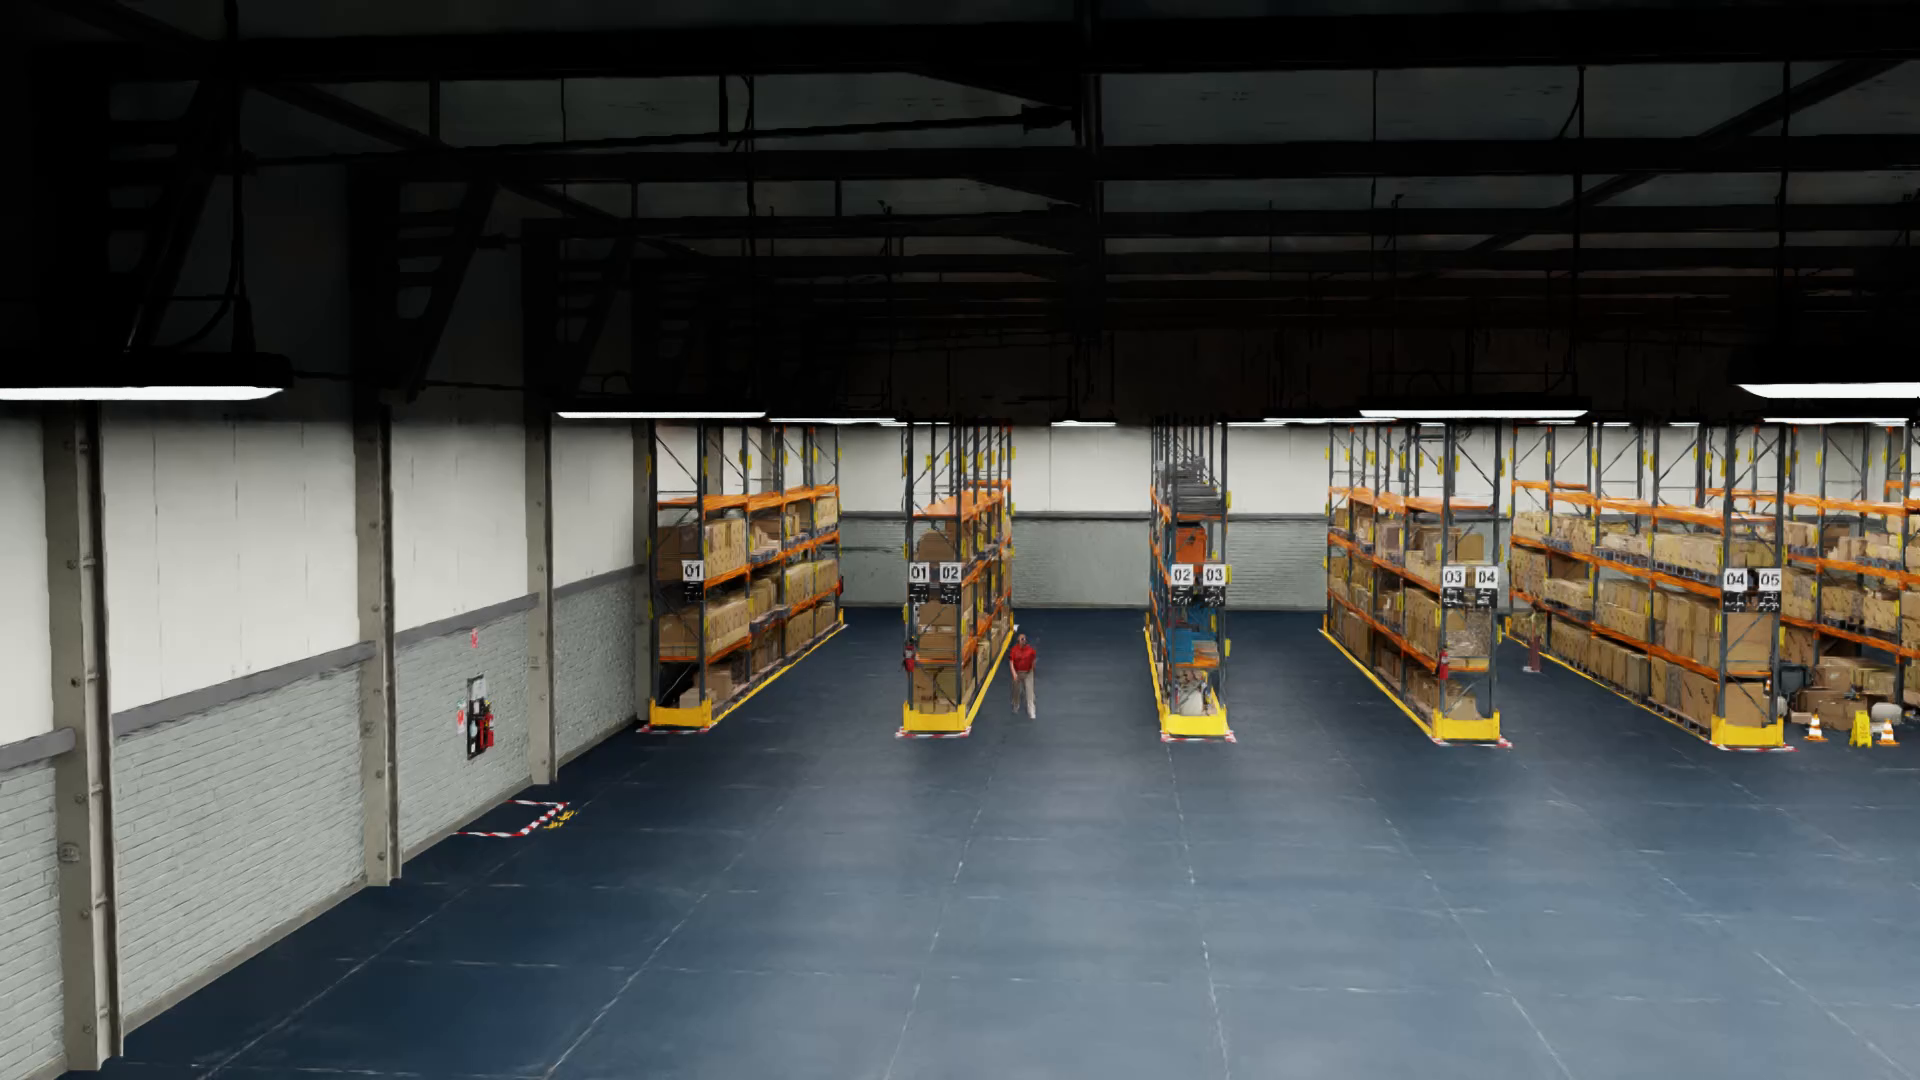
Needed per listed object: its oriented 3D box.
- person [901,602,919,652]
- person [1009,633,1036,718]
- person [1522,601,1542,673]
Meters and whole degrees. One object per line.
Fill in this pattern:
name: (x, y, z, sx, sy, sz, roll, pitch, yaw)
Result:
person: (-1.177, 2.108, 41.754, 0.592, 1.629, 0.531, 0, 4, 3)
person: (1.229, 2.663, 32.911, 0.536, 1.659, 1.037, 0, 4, -3)
person: (13.388, 2.257, 38.892, 0.477, 1.675, 0.493, 3, 5, 36)
